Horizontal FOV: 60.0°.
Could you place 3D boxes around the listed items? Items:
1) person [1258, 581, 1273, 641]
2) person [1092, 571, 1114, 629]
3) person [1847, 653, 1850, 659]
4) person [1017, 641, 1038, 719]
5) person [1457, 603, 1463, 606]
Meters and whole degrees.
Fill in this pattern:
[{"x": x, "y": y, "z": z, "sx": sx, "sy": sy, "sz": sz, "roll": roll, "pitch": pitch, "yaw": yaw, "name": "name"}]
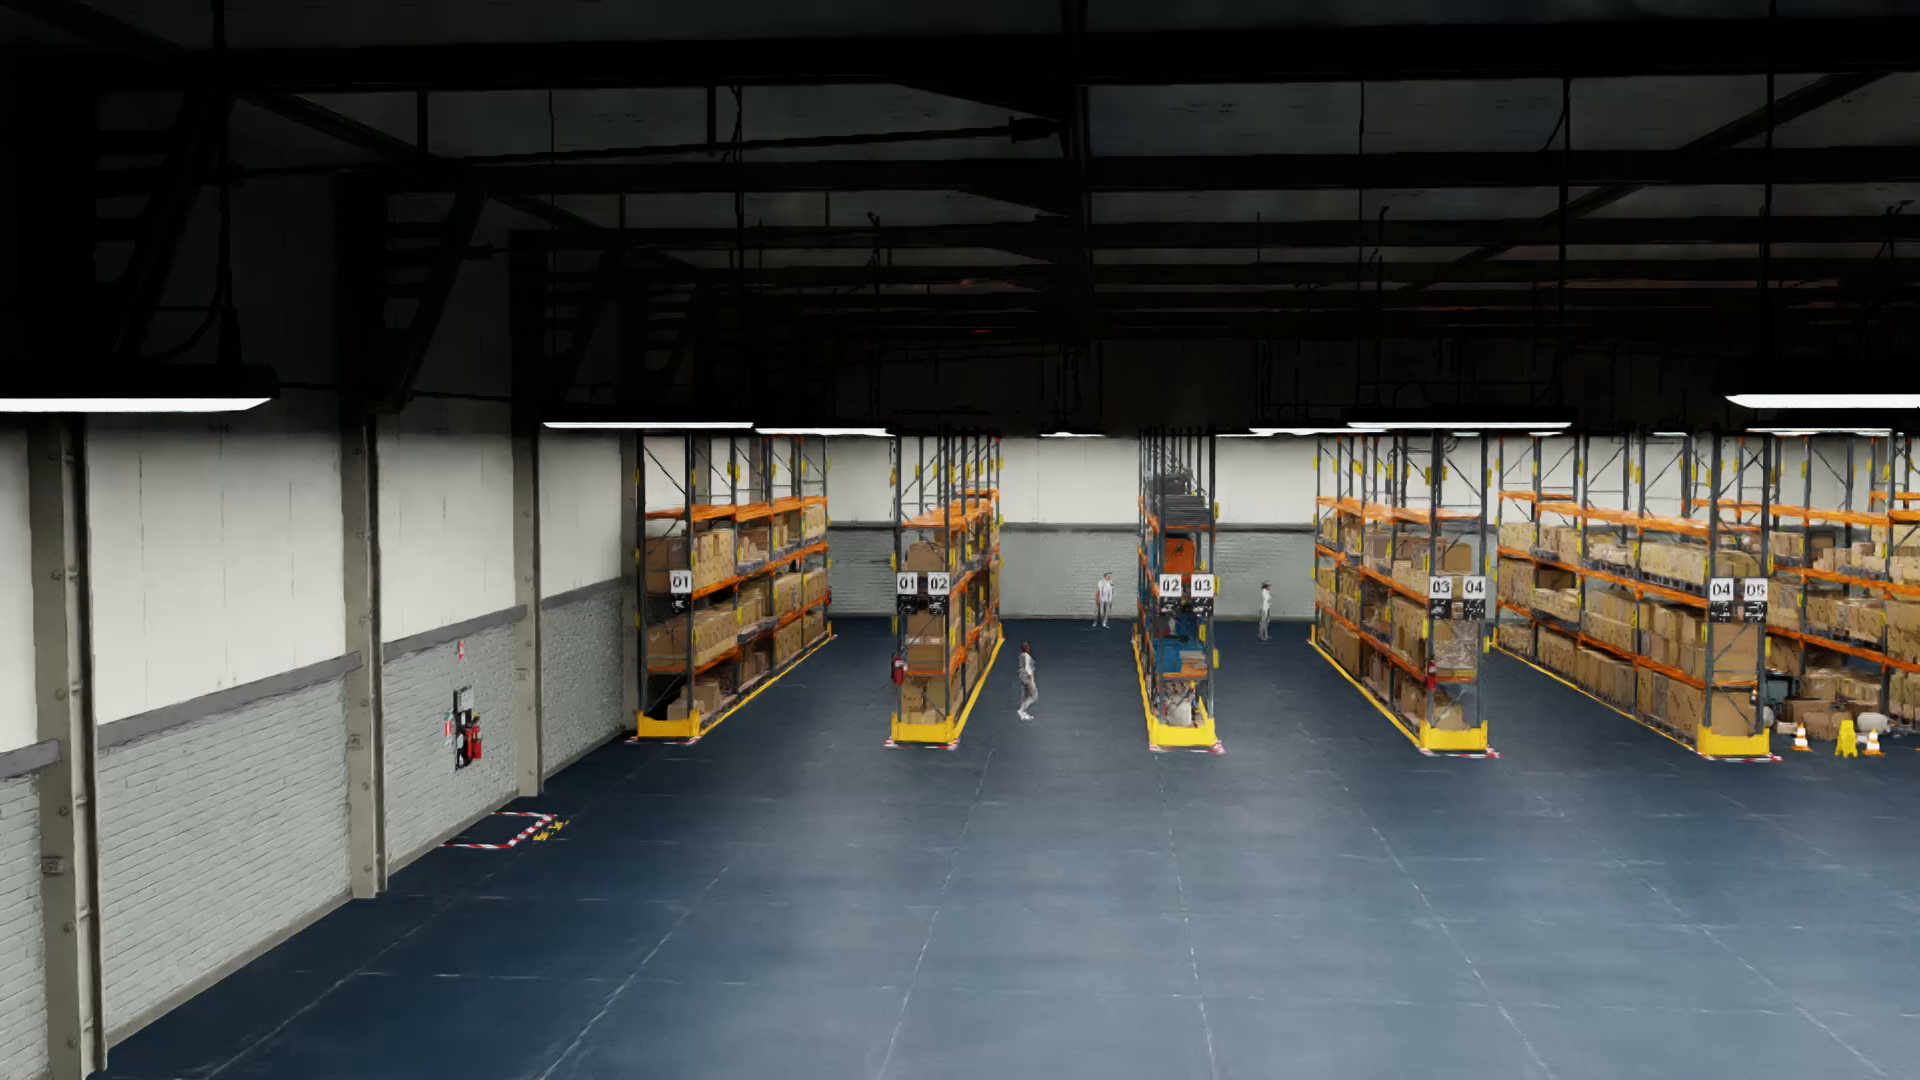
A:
[{"x": 8.677, "y": 2.000, "z": 47.225, "sx": 0.378, "sy": 1.680, "sz": 0.563, "roll": 1, "pitch": 4, "yaw": 17, "name": "person"}, {"x": 4.307, "y": 1.801, "z": 50.167, "sx": 0.600, "sy": 1.749, "sz": 0.570, "roll": -2, "pitch": 4, "yaw": -32, "name": "person"}, {"x": 22.797, "y": 2.259, "z": 43.120, "sx": 0.535, "sy": 1.655, "sz": 0.566, "roll": 1, "pitch": 4, "yaw": 23, "name": "person"}, {"x": 1.333, "y": 2.866, "z": 33.845, "sx": 0.407, "sy": 1.594, "sz": 0.452, "roll": -2, "pitch": 4, "yaw": -23, "name": "person"}, {"x": 14.100, "y": 2.053, "z": 46.927, "sx": 0.479, "sy": 1.594, "sz": 0.993, "roll": 1, "pitch": 4, "yaw": 14, "name": "person"}]
